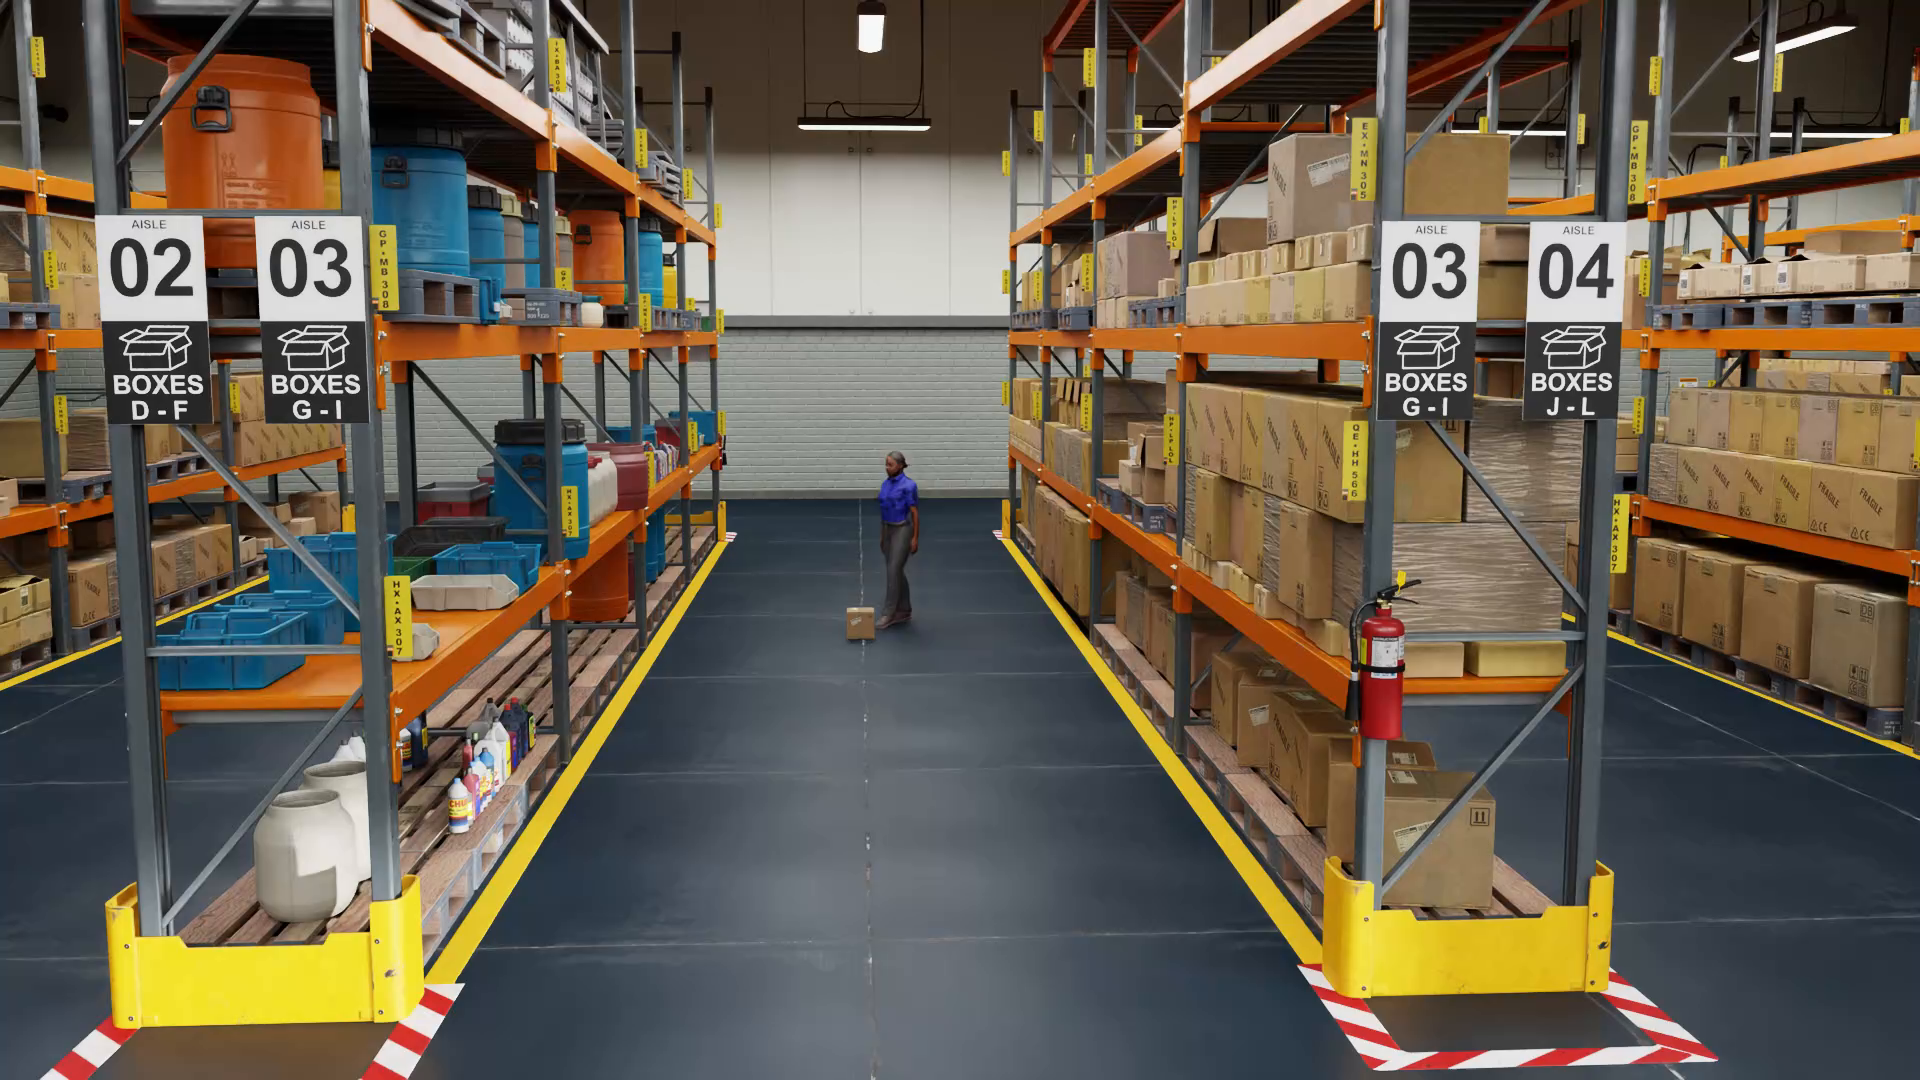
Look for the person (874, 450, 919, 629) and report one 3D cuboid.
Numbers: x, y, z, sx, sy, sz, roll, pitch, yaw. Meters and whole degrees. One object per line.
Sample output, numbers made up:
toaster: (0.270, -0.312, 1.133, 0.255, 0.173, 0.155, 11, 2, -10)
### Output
person: (-0.696, -0.019, 15.834, 0.600, 1.658, 0.463, -6, 9, -40)
